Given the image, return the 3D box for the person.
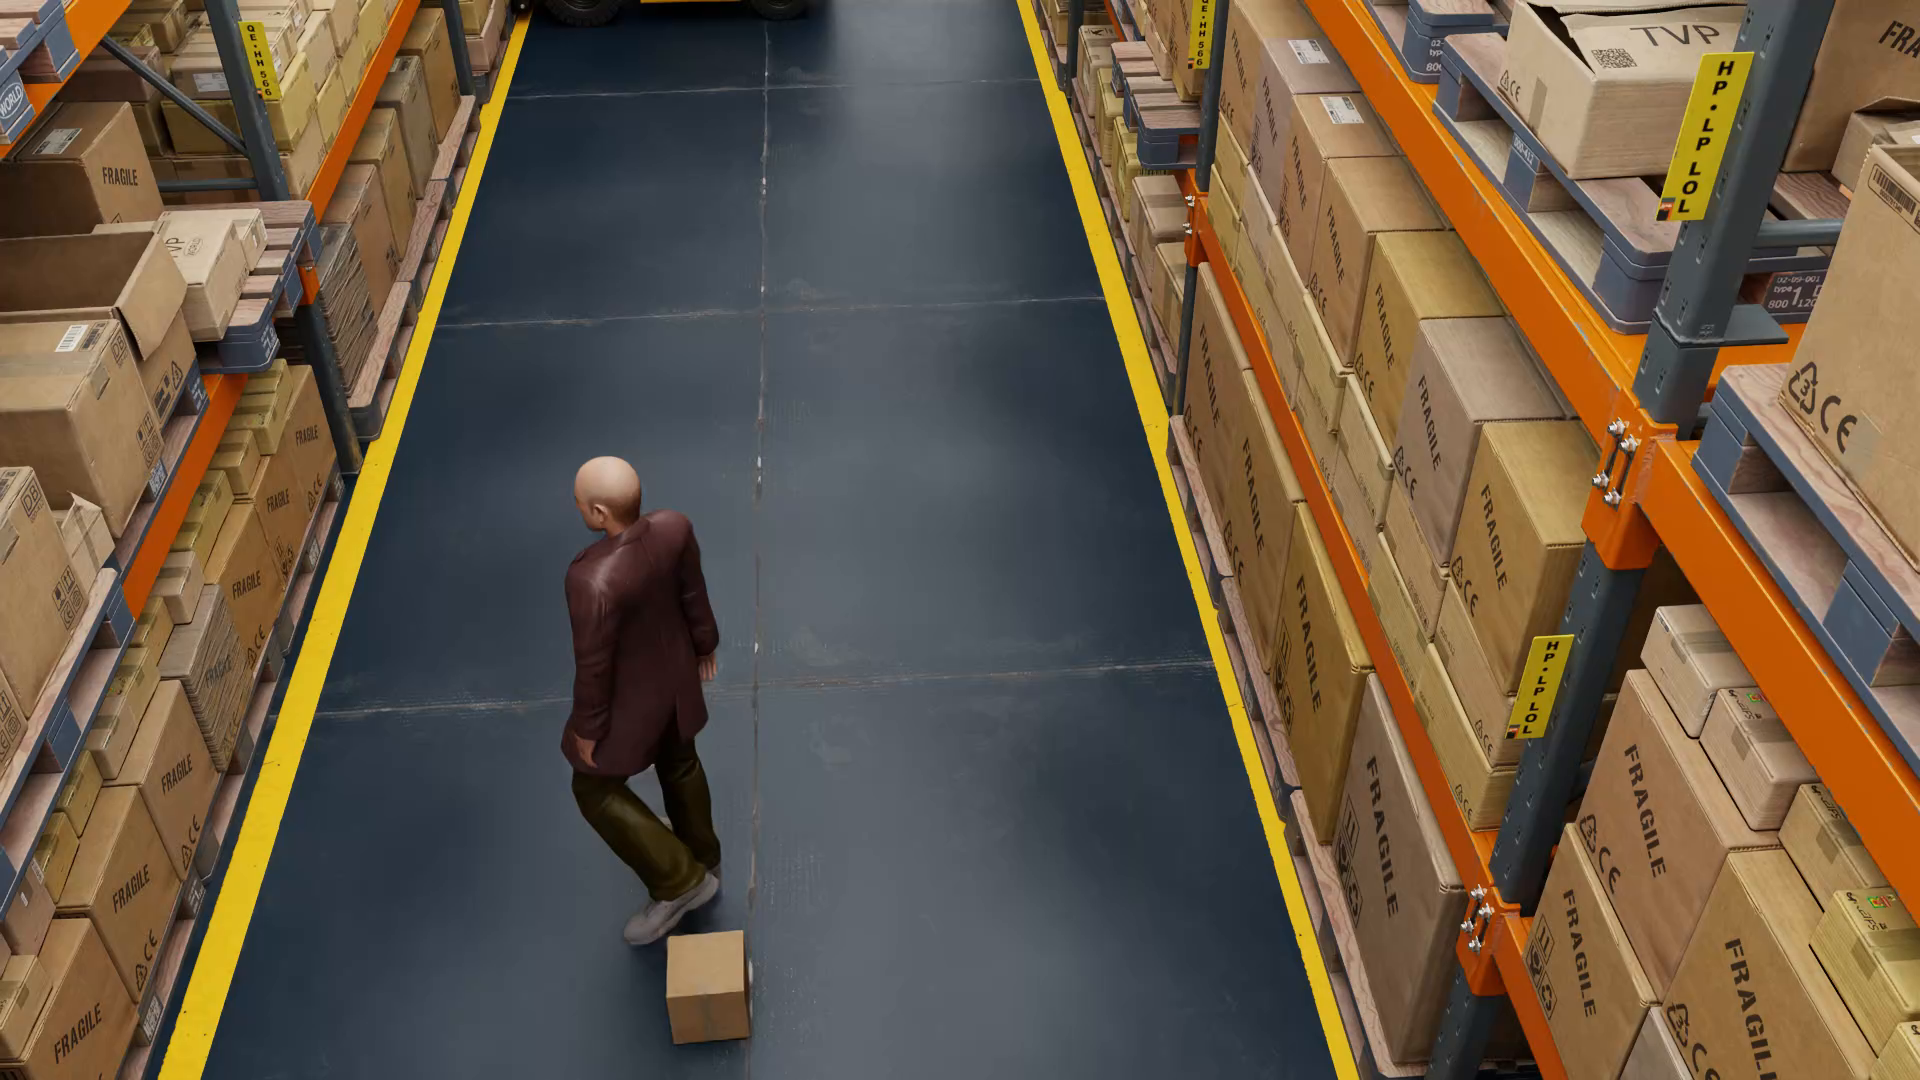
[{"bbox_3d":[-1.021,0.524,5.484,0.546,1.766,0.732,20,43,23],"label":"person"}]
